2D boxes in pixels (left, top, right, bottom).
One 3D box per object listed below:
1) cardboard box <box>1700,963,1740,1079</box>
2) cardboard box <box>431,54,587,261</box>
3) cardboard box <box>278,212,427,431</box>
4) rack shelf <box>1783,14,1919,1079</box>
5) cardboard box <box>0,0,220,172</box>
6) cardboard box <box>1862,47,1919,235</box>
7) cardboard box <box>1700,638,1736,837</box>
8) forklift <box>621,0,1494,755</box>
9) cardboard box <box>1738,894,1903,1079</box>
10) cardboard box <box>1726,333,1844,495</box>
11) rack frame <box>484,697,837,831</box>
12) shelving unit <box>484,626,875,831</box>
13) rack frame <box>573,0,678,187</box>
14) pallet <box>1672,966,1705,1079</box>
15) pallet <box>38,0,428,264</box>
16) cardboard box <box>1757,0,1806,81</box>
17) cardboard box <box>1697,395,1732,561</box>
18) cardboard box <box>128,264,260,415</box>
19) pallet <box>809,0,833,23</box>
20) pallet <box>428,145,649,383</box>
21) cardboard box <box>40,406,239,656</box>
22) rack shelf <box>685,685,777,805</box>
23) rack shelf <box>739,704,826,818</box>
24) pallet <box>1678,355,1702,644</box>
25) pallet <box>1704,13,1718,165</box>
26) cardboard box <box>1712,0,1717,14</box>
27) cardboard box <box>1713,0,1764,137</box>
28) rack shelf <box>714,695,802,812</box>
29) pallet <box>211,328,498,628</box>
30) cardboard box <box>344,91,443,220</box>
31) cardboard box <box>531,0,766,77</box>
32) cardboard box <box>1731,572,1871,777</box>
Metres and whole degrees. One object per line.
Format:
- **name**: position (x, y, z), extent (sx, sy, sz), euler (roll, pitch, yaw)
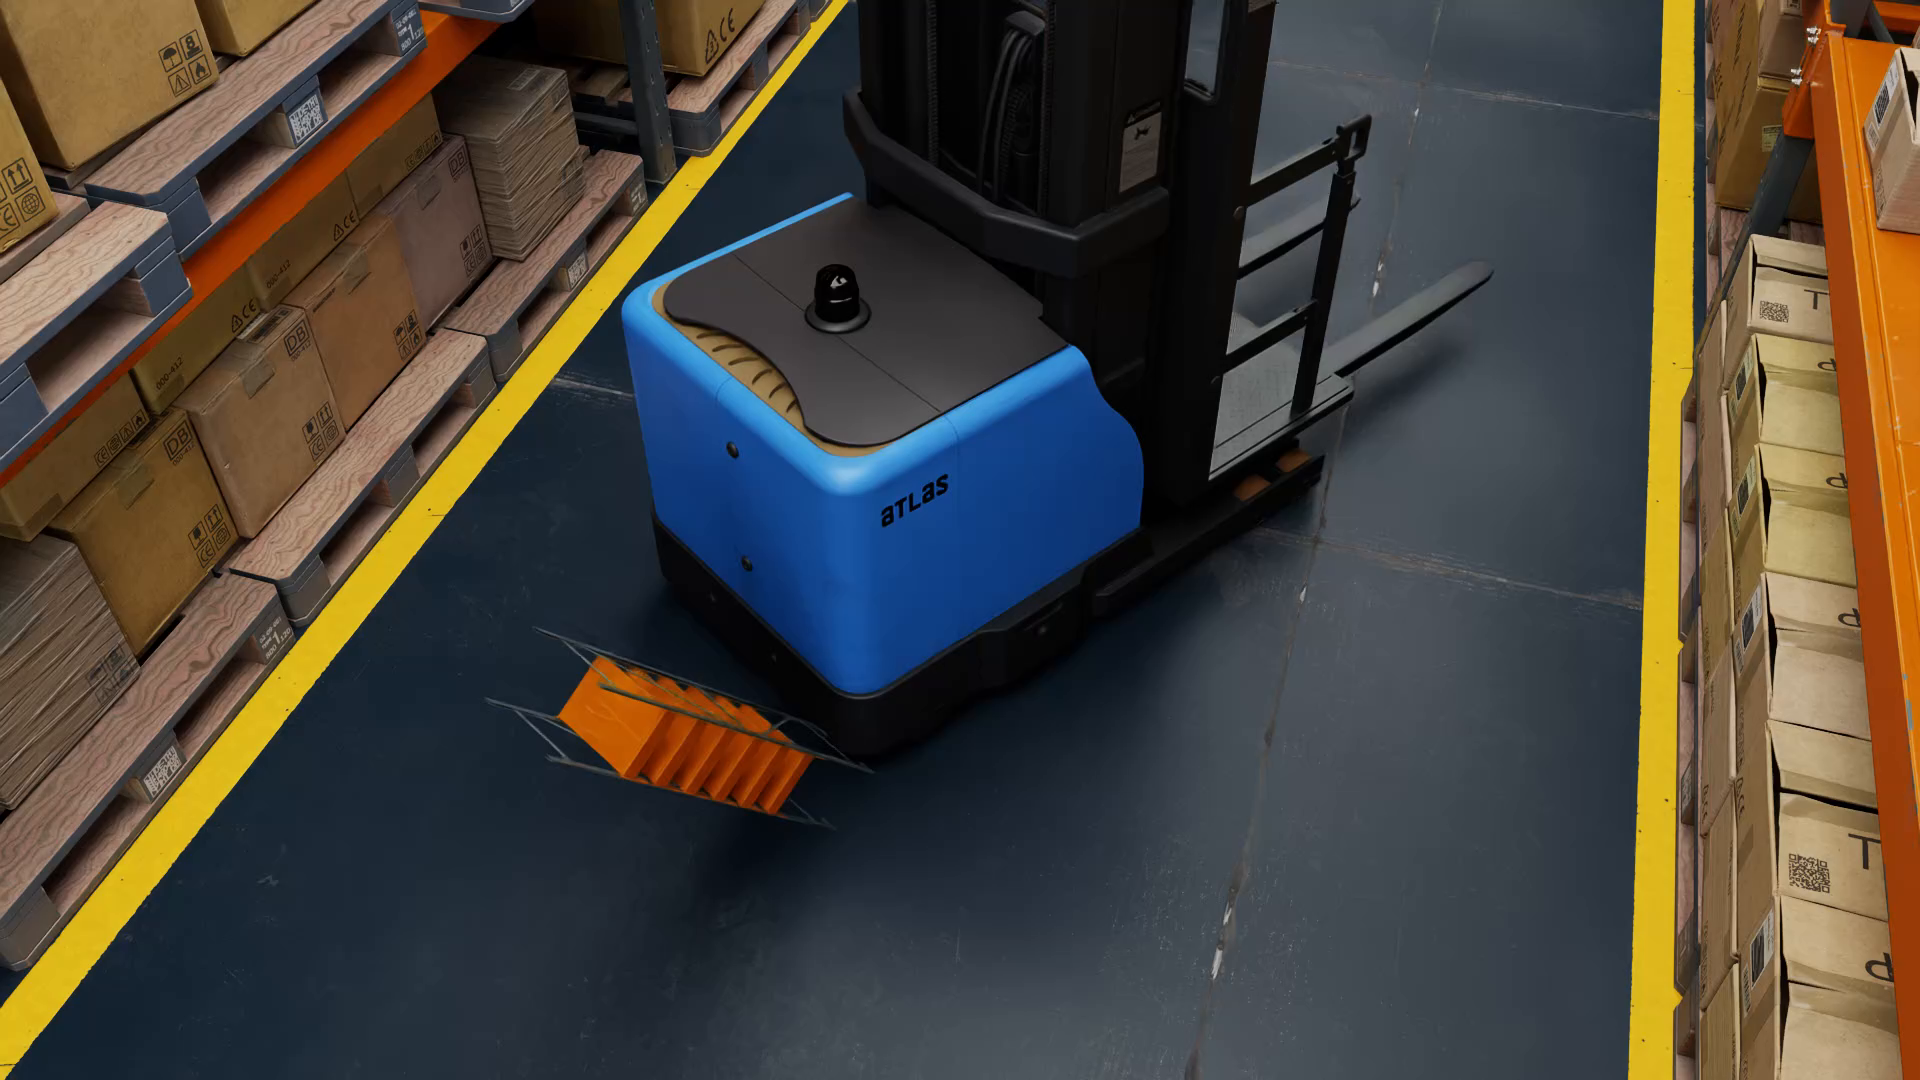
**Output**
- **cardboard box**: position (1.867, 1.230, 3.514), extent (0.500, 0.250, 0.500), euler (12, 46, 12)
- **cardboard box**: position (-1.816, -1.414, 6.023), extent (0.700, 0.500, 0.500), euler (13, 46, 13)
- **cardboard box**: position (-2.206, -0.758, 5.353), extent (0.700, 0.500, 0.500), euler (12, 46, 12)
- **rack shelf**: position (2.469, -0.004, 3.624), extent (1.077, 0.370, 4.000), euler (13, 46, 13)
- **cardboard box**: position (-2.327, -1.317, 4.065), extent (0.700, 0.500, 0.500), euler (19, 47, 18)
- **cardboard box**: position (2.619, -1.008, 4.199), extent (0.500, 0.311, 0.500), euler (12, 46, 12)
- **cardboard box**: position (2.177, 0.550, 4.209), extent (0.500, 0.250, 0.500), euler (13, 46, 13)
- **forklift**: position (0.536, -1.342, 4.526), extent (3.031, 2.935, 1.130), euler (-31, 52, -28)
- **cardboard box**: position (1.864, 1.025, 3.322), extent (0.500, 0.311, 0.500), euler (14, 46, 14)
- **cardboard box**: position (2.485, -0.323, 4.701), extent (0.500, 0.311, 0.500), euler (11, 46, 12)
- **rack frame**: position (-0.670, 0.556, 3.993), extent (0.240, 1.200, 0.006), euler (35, 91, 30)
- **shelving unit**: position (-0.619, 0.480, 3.991), extent (0.258, 1.200, 0.189), euler (35, 91, 30)
- **rack frame**: position (-1.648, -2.641, 5.804), extent (1.000, 3.000, 0.127), euler (13, 46, 13)
- **pallet**: position (2.049, 1.569, 3.496), extent (1.003, 0.211, 1.213), euler (13, 46, 13)
- **pallet**: position (-2.208, -1.245, 4.514), extent (1.003, 0.211, 1.213), euler (13, 46, 13)
- **cardboard box**: position (3.147, -1.838, 5.920), extent (0.500, 0.250, 0.500), euler (14, 46, 14)
- **cardboard box**: position (2.485, -0.140, 4.914), extent (0.500, 0.250, 0.500), euler (11, 46, 11)
- **cardboard box**: position (-2.368, -0.643, 4.699), extent (0.500, 0.250, 0.500), euler (11, 46, 11)
- **pallet**: position (-0.966, -2.965, 8.129), extent (1.003, 0.211, 1.213), euler (13, 46, 13)
- **pallet**: position (-1.886, -1.124, 6.248), extent (1.003, 0.211, 1.213), euler (13, 46, 13)
- **cardboard box**: position (-2.543, -0.088, 4.668), extent (0.700, 0.500, 0.500), euler (12, 46, 12)
- **rack shelf**: position (-0.600, 0.492, 4.030), extent (0.258, 0.103, 0.180), euler (35, 91, 30)
- **rack shelf**: position (-0.499, 0.557, 4.237), extent (0.258, 0.103, 0.180), euler (35, 91, 30)
- **pallet**: position (2.788, -0.057, 5.158), extent (1.003, 0.211, 1.213), euler (13, 46, 13)
- **pallet**: position (3.708, -1.898, 7.039), extent (1.003, 0.211, 1.213), euler (13, 46, 13)
- **cardboard box**: position (3.598, -2.564, 7.199), extent (0.500, 0.500, 0.500), euler (13, 46, 13)
- **cardboard box**: position (3.291, -1.876, 6.495), extent (0.500, 0.500, 0.500), euler (11, 45, 11)
- **rack shelf**: position (-0.549, 0.525, 4.133), extent (0.258, 0.103, 0.180), euler (35, 91, 30)
- **pallet**: position (-2.257, -0.314, 5.419), extent (1.003, 0.211, 1.213), euler (13, 46, 13)
- **cardboard box**: position (-2.048, -1.315, 5.386), extent (0.500, 0.250, 0.500), euler (13, 46, 13)
- **cardboard box**: position (-1.300, -2.485, 6.882), extent (0.750, 0.750, 0.750), euler (12, 46, 12)
- **cardboard box**: position (2.173, 0.359, 4.003), extent (0.500, 0.311, 0.500), euler (12, 46, 12)
